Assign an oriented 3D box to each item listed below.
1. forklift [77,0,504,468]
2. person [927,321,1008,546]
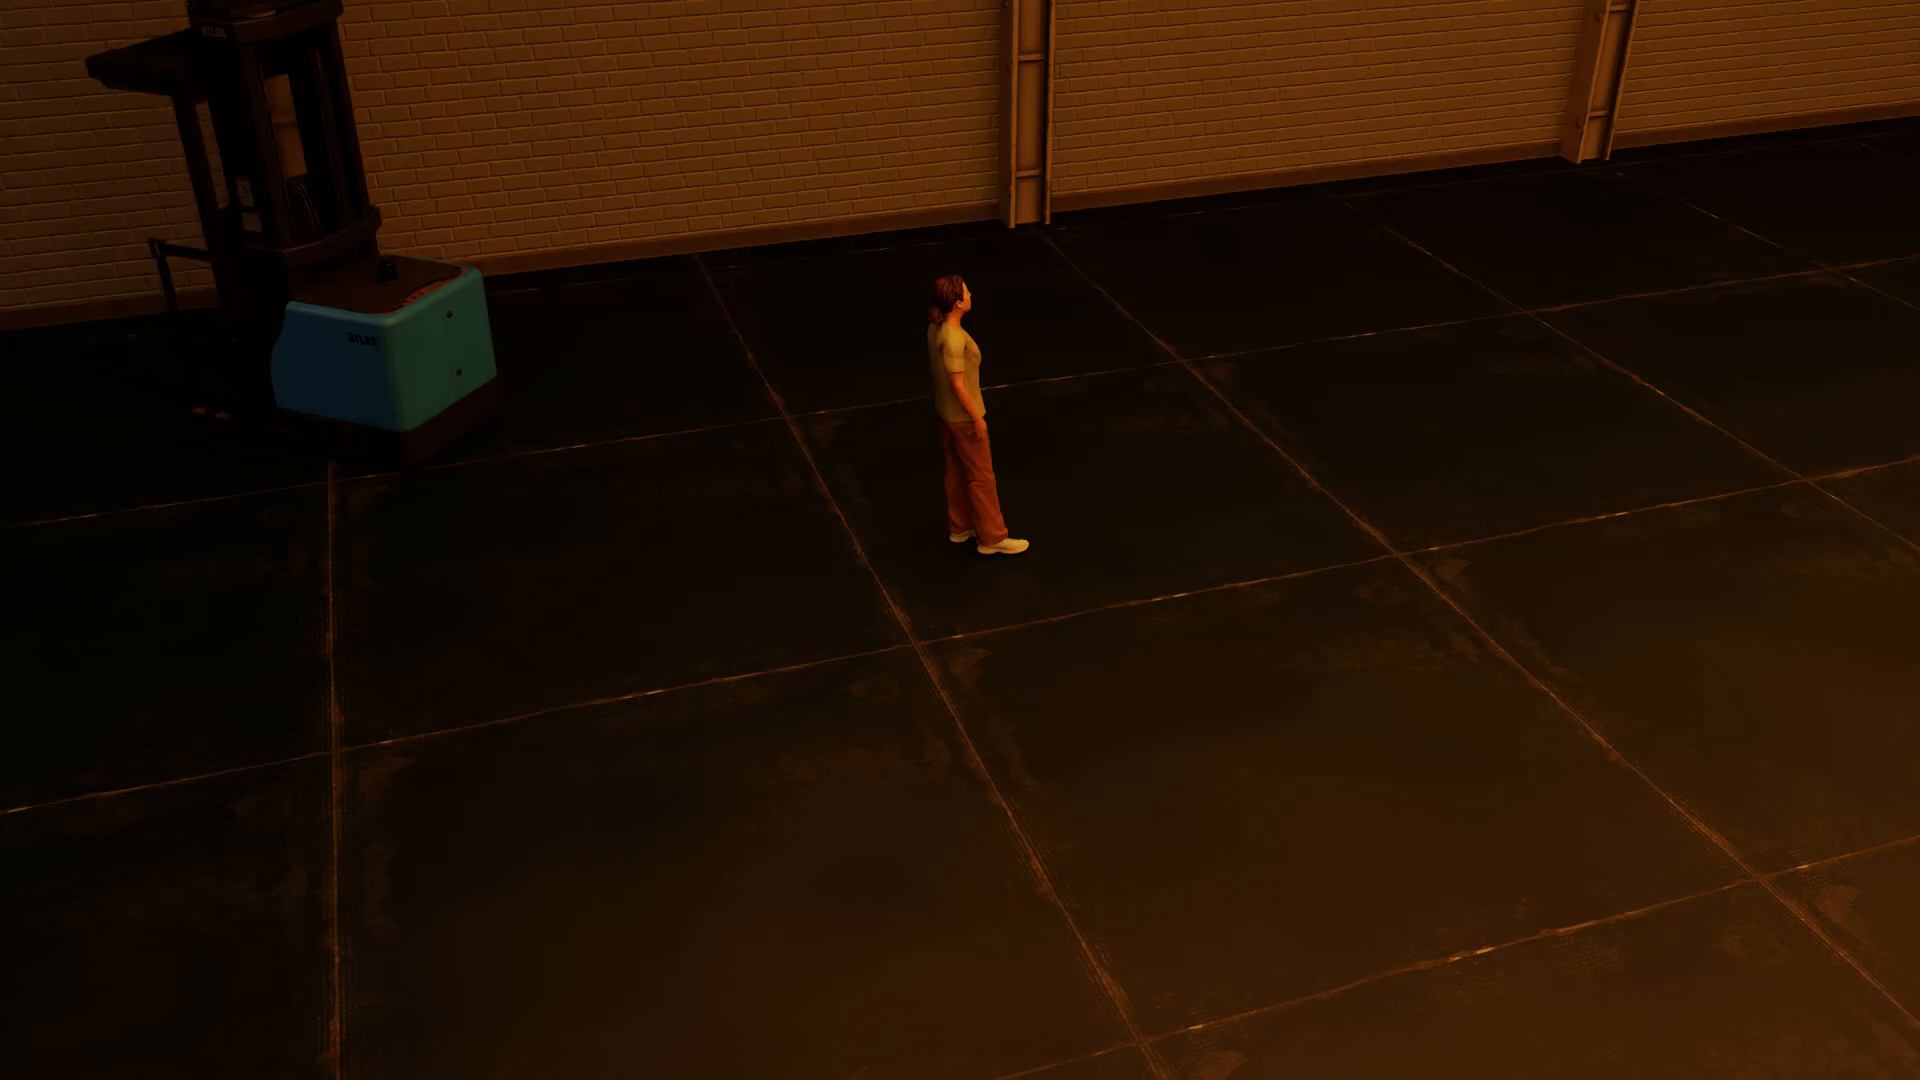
[{"bbox_3d":[-4.716,-2.198,10.907,3.031,2.935,1.130,11,32,19],"label":"forklift"},{"bbox_3d":[0.030,-0.655,9.651,0.395,1.361,0.518,-10,31,-16],"label":"person"}]
